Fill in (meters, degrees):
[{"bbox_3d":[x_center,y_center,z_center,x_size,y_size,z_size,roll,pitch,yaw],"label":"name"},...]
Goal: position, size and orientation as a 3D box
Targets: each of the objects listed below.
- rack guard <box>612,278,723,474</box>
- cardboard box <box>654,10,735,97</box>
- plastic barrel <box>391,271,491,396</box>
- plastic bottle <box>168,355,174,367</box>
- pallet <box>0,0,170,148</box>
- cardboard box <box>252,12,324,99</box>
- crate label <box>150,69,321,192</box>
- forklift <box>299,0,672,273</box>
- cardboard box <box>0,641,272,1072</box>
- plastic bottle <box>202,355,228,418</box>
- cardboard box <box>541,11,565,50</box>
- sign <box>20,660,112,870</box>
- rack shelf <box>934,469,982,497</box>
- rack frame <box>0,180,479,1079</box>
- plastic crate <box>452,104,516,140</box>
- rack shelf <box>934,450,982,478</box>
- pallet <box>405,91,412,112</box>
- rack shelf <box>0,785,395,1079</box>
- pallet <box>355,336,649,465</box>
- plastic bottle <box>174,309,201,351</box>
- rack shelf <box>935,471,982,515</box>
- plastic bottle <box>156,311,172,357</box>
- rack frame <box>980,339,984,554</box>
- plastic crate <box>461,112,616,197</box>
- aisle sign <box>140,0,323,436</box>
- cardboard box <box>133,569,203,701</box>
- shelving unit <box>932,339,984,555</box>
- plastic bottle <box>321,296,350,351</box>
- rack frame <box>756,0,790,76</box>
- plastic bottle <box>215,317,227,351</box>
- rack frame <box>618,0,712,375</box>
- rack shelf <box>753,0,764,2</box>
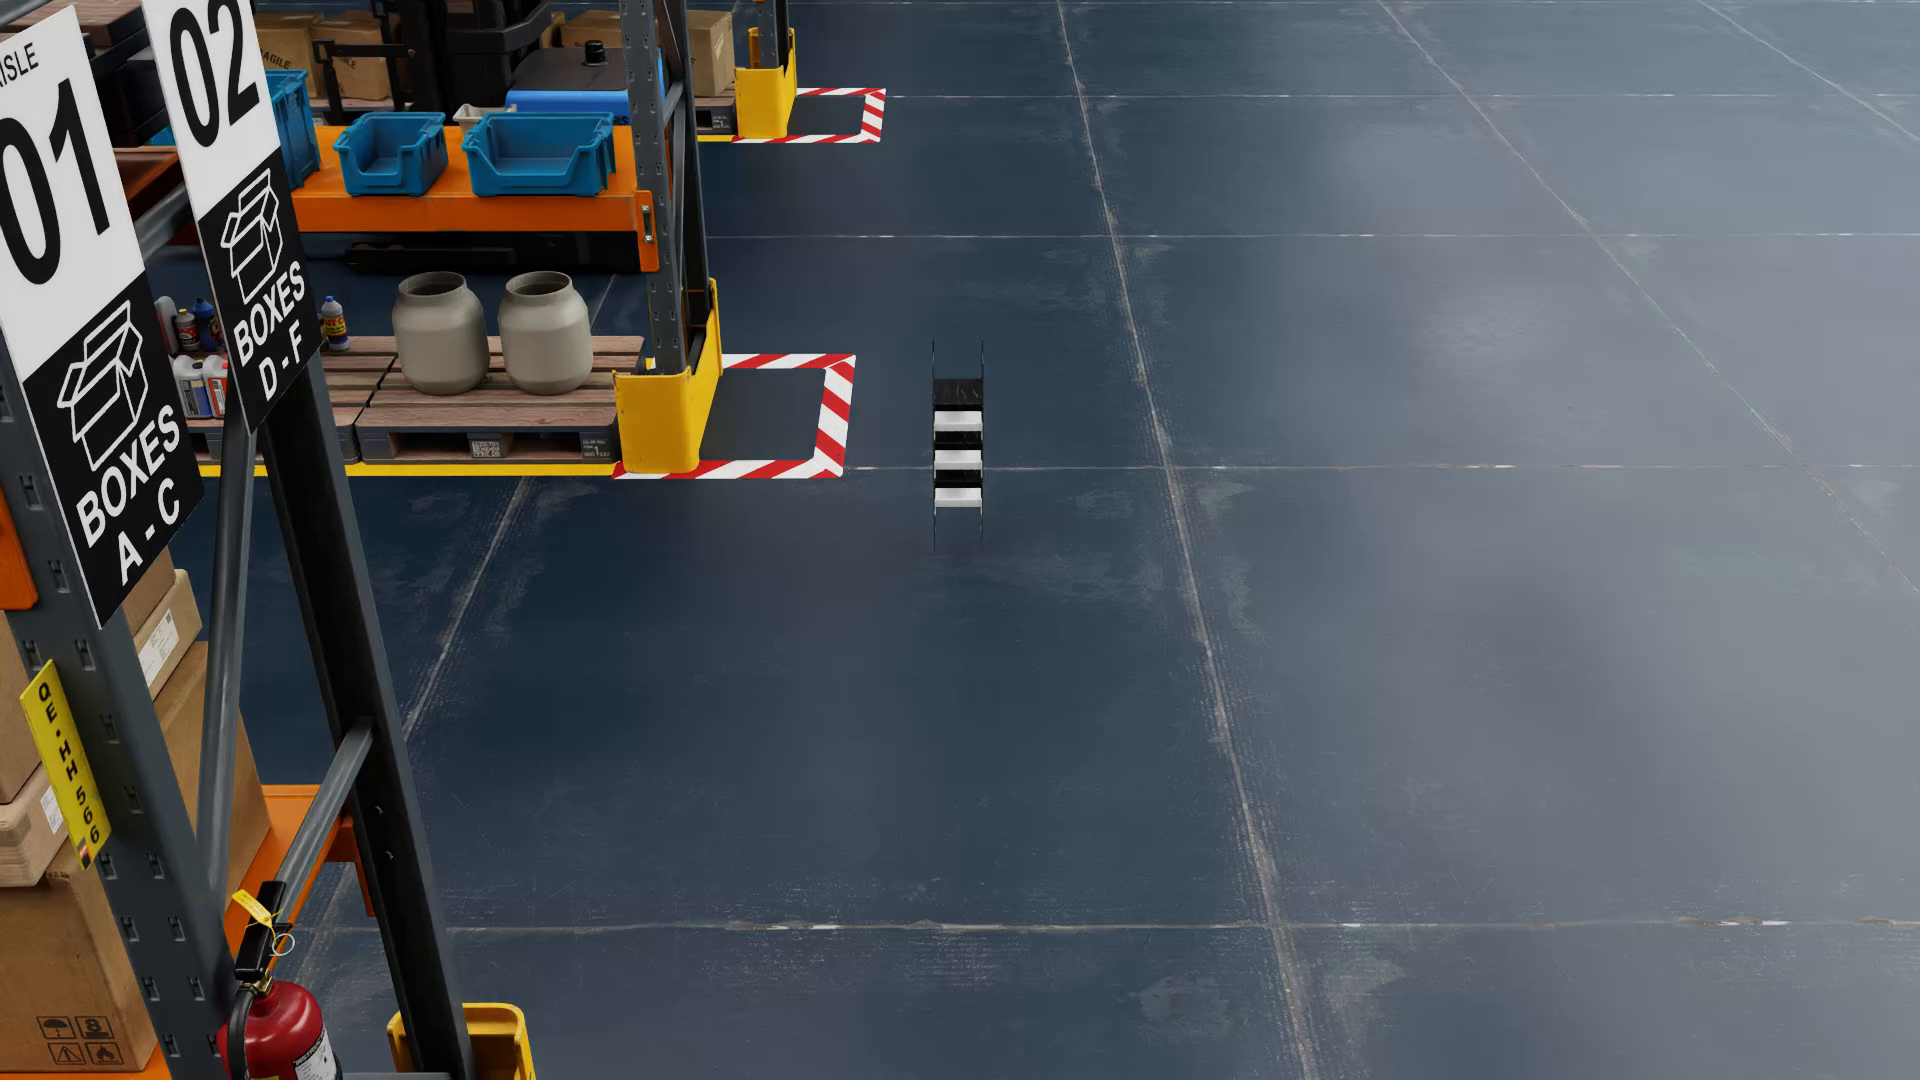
[{"bbox_3d":[-1.410,-0.826,8.130,0.348,0.500,1.175,0,31,0],"label":"rack guard"},{"bbox_3d":[-1.989,-3.607,12.307,0.500,0.500,0.500,5,32,9],"label":"cardboard box"},{"bbox_3d":[-2.494,-0.992,7.988,0.421,0.512,0.421,0,31,0],"label":"plastic barrel"},{"bbox_3d":[-3.725,-0.753,7.728,0.185,0.351,0.144,1,31,2],"label":"plastic bottle"},{"bbox_3d":[-2.016,-0.606,2.551,1.213,0.211,1.003,0,31,0],"label":"pallet"},{"bbox_3d":[-4.964,-3.568,12.244,0.500,0.500,0.500,-1,31,-2],"label":"cardboard box"},{"bbox_3d":[-3.174,-1.789,7.273,0.616,0.435,0.502,0,31,0],"label":"crate label"},{"bbox_3d":[-3.241,-3.107,9.545,3.031,2.935,1.130,1,31,1],"label":"forklift"},{"bbox_3d":[-1.776,0.602,3.270,0.500,0.500,0.700,0,31,0],"label":"cardboard box"},{"bbox_3d":[-3.421,-0.724,7.753,0.135,0.276,0.152,0,31,0],"label":"plastic bottle"},{"bbox_3d":[-3.213,-3.595,12.288,0.500,0.500,0.500,3,31,4],"label":"cardboard box"},{"bbox_3d":[-1.319,0.335,2.462,0.005,0.325,0.100,0,31,0],"label":"sign"},{"bbox_3d":[-0.008,-0.279,7.081,0.200,0.077,0.258,0,31,0],"label":"rack shelf"},{"bbox_3d":[-1.309,0.650,3.288,0.127,3.000,1.000,0,31,0],"label":"rack frame"},{"bbox_3d":[-2.232,-1.971,7.861,0.250,0.136,0.298,0,31,0],"label":"plastic crate"},{"bbox_3d":[-0.008,-0.356,7.034,0.200,0.077,0.258,0,31,0],"label":"rack shelf"},{"bbox_3d":[-3.470,-3.310,12.502,1.213,0.211,1.003,0,31,0],"label":"pallet"},{"bbox_3d":[-3.309,0.963,3.464,4.000,0.370,1.077,0,31,0],"label":"rack shelf"},{"bbox_3d":[-2.223,-0.703,8.206,1.213,0.211,1.003,0,31,0],"label":"pallet"},{"bbox_3d":[-3.897,-1.065,8.387,0.097,0.201,0.097,0,31,0],"label":"plastic bottle"},{"bbox_3d":[-0.008,-0.202,7.127,0.200,0.077,0.258,0,31,0],"label":"rack shelf"},{"bbox_3d":[-4.014,-1.030,8.251,0.133,0.283,0.061,0,31,0],"label":"plastic bottle"},{"bbox_3d":[0.094,-0.385,7.017,0.006,0.900,0.240,0,31,0],"label":"rack frame"},{"bbox_3d":[-1.833,-1.699,7.303,0.616,0.251,0.499,0,31,0],"label":"plastic crate"},{"bbox_3d":[-1.245,-0.621,2.876,0.004,0.787,0.394,0,31,0],"label":"aisle sign"},{"bbox_3d":[-1.702,0.219,3.276,0.250,0.149,0.380,0,31,-1],"label":"cardboard box"},{"bbox_3d":[-0.008,-0.385,7.017,0.210,0.900,0.258,0,31,0],"label":"shelving unit"},{"bbox_3d":[-3.150,-1.097,8.373,0.097,0.271,0.097,0,31,0],"label":"plastic bottle"},{"bbox_3d":[-1.365,-4.489,11.757,0.127,3.000,1.000,0,31,0],"label":"rack frame"},{"bbox_3d":[-3.692,-1.066,8.388,0.097,0.201,0.097,0,31,0],"label":"plastic bottle"},{"bbox_3d":[-1.335,-1.920,7.522,0.127,3.000,1.000,0,31,0],"label":"rack frame"},{"bbox_3d":[-3.365,-4.175,11.933,4.000,0.370,1.077,0,31,0],"label":"rack shelf"}]
